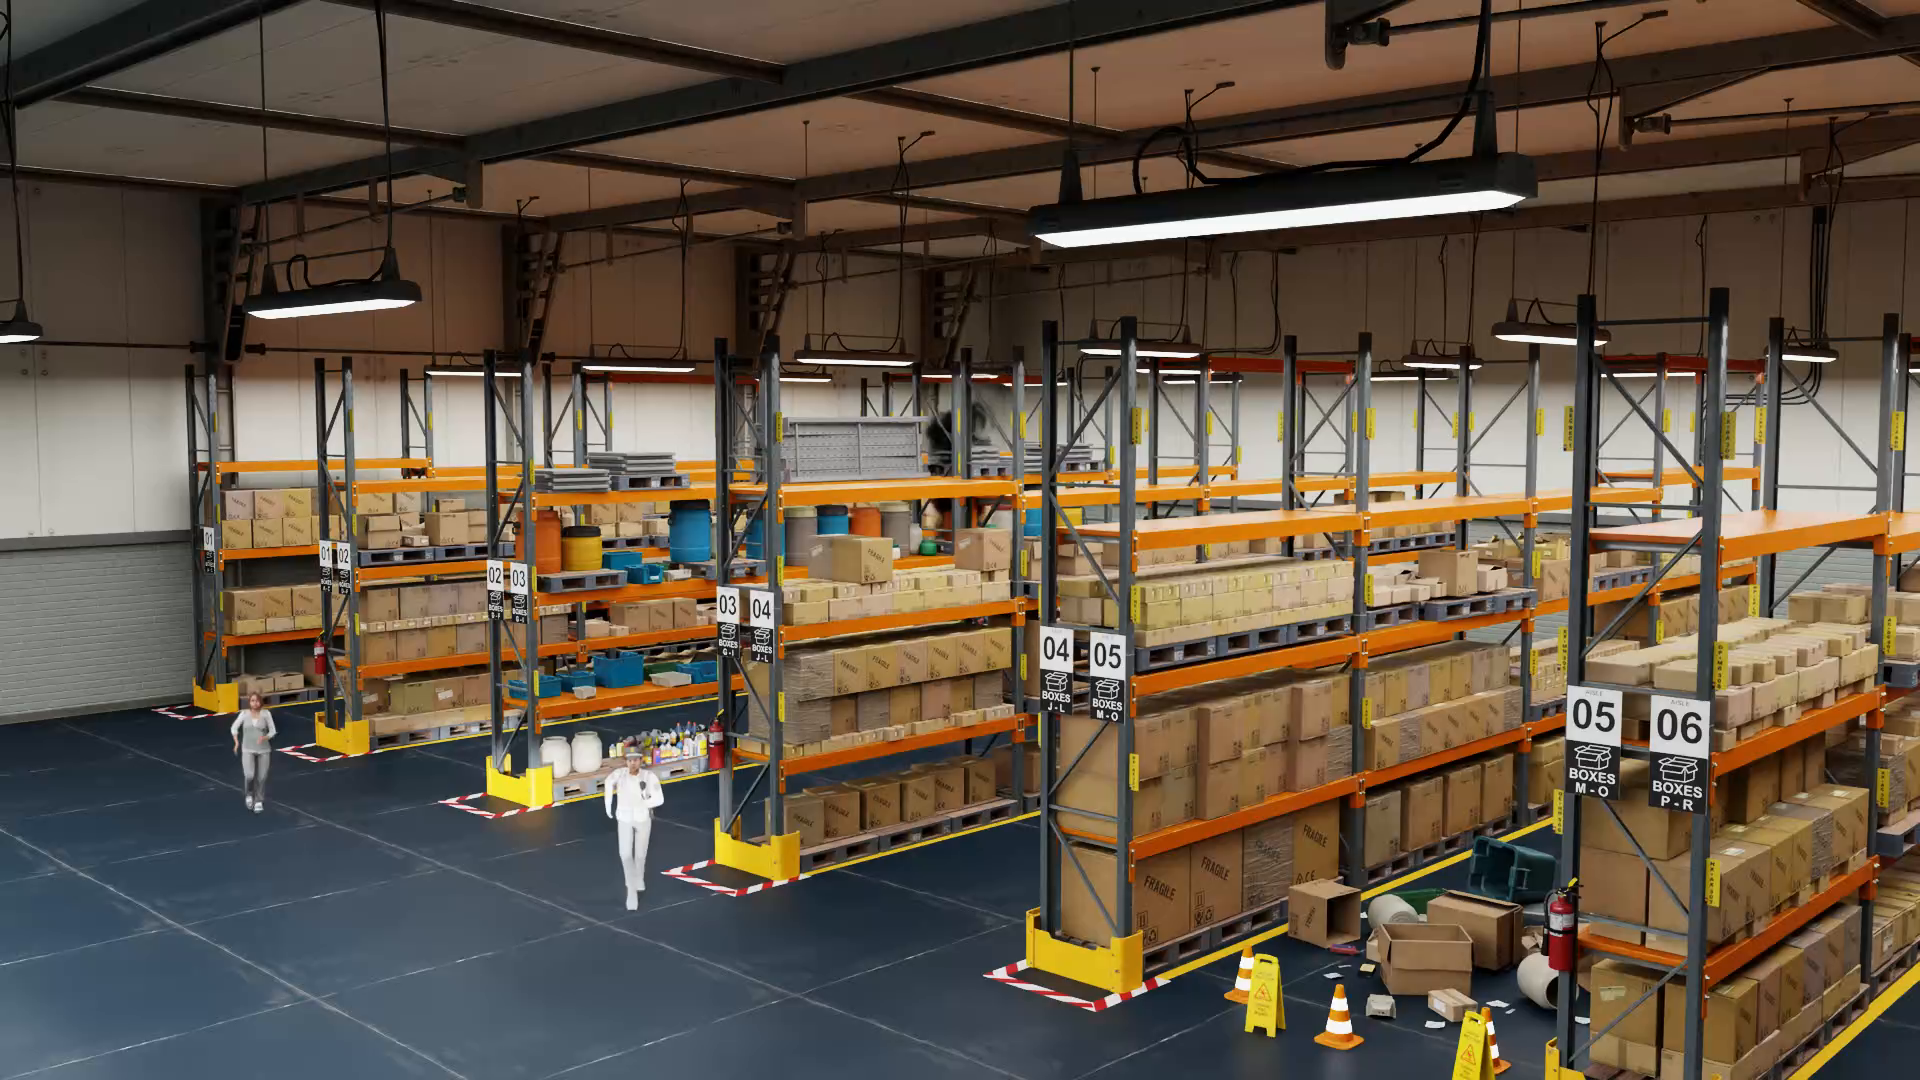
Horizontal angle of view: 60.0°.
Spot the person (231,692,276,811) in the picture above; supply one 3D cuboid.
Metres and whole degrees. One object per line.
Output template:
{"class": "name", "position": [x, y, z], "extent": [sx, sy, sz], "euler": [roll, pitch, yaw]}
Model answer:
{"class": "person", "position": [-9.064, 2.736, 21.375], "extent": [0.525, 1.561, 0.591], "euler": [-2, 5, -26]}

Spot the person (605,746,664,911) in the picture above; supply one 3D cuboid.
{"class": "person", "position": [-3.432, 2.987, 17.537], "extent": [0.636, 1.719, 0.822], "euler": [0, 4, -5]}
